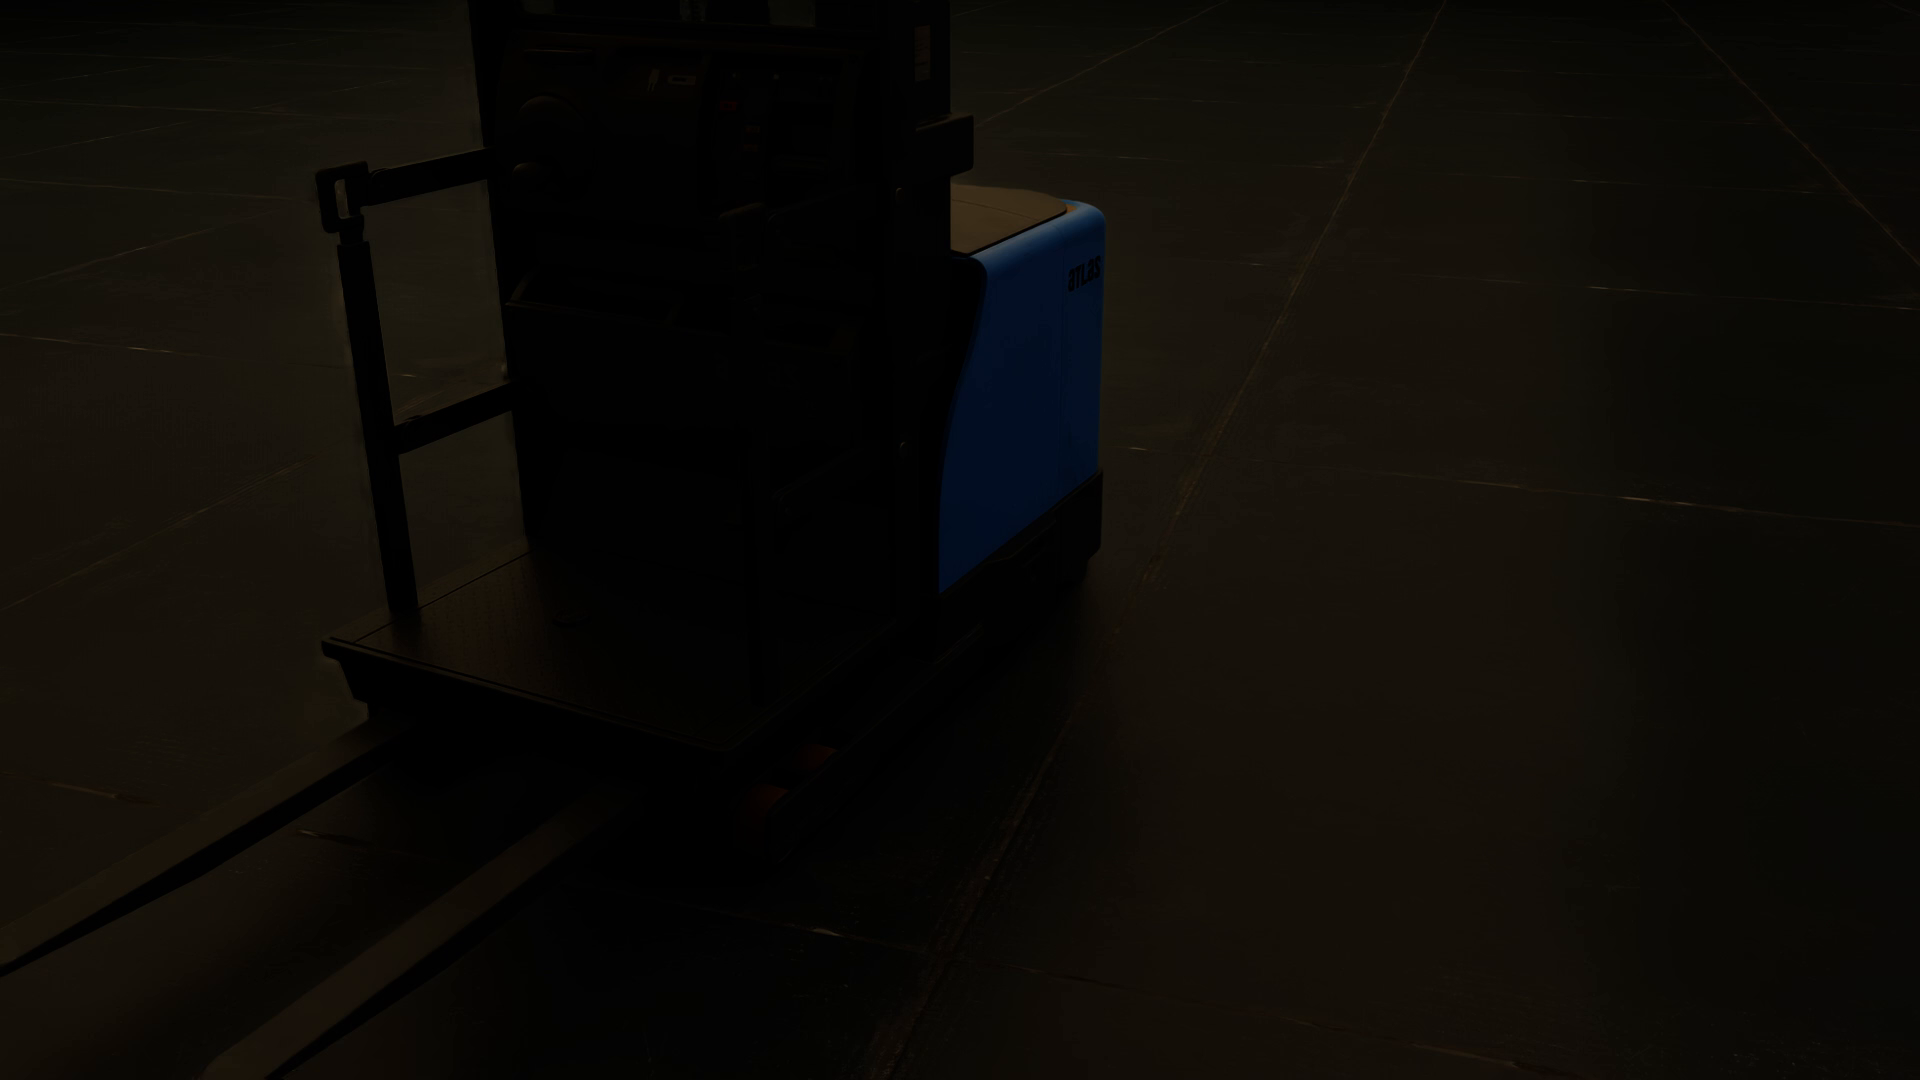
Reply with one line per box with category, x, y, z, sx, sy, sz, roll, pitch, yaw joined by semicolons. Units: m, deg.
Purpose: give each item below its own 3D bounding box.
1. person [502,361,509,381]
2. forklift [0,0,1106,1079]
person;-0.997;-0.619;4.833;0.764;1.508;0.997;-1;22;-2
forklift;-0.713;-0.871;3.390;1.130;2.935;3.031;11;25;25
